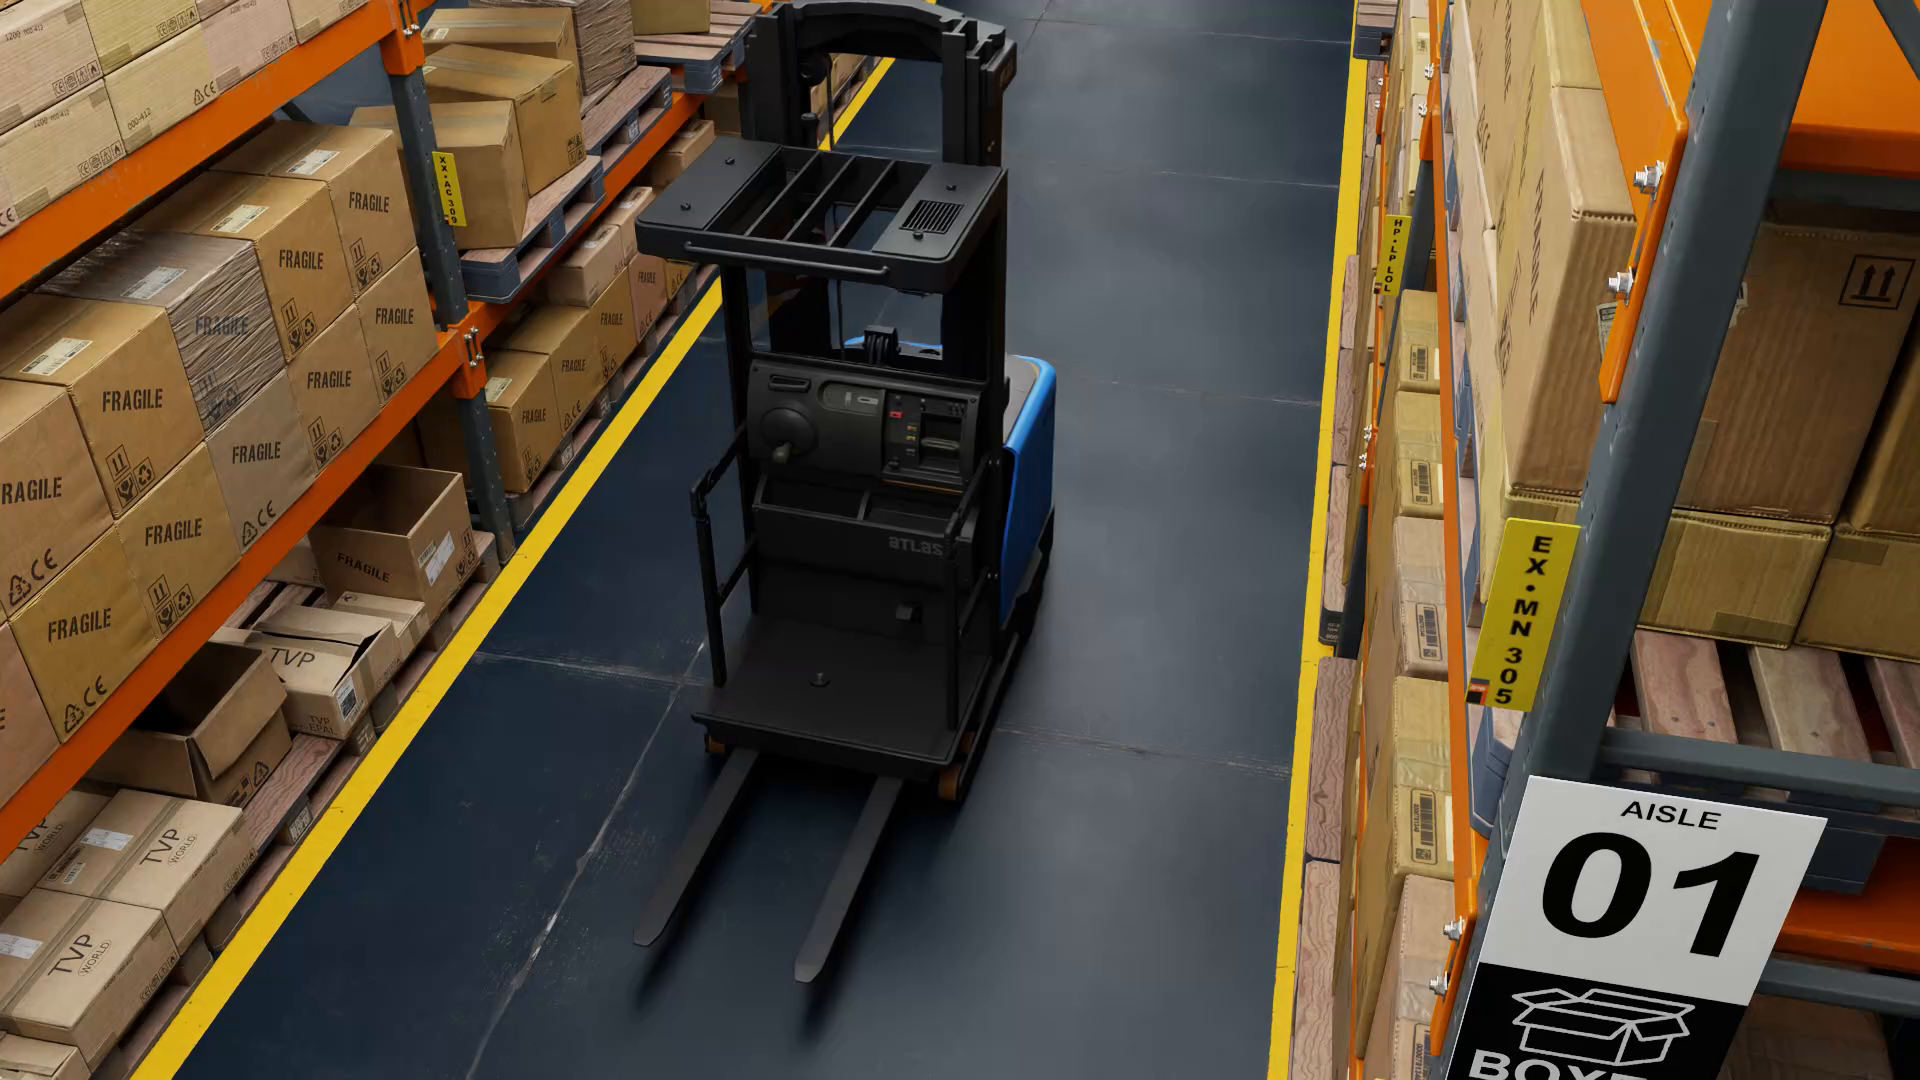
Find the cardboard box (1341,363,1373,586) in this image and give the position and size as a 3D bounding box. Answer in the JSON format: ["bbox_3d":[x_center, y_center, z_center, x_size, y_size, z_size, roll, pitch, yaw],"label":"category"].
[{"bbox_3d":[2.171,-0.256,7.521,0.750,0.750,0.750,8,37,11],"label":"cardboard box"}]

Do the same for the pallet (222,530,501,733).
[{"bbox_3d":[-2.828,0.337,7.606,1.003,0.211,1.213,7,37,10],"label":"pallet"}]

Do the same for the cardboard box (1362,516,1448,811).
[{"bbox_3d":[1.721,0.456,4.809,0.980,0.700,0.700,6,36,8],"label":"cardboard box"}]

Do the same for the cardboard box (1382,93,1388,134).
[{"bbox_3d":[2.516,-2.322,9.095,0.380,0.149,0.250,8,37,11],"label":"cardboard box"}]

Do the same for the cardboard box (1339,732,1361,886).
[{"bbox_3d":[1.789,0.978,6.116,0.700,0.500,0.500,7,37,9],"label":"cardboard box"}]

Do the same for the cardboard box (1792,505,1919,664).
[{"bbox_3d":[1.701,-0.026,2.859,0.500,0.250,0.500,9,37,12],"label":"cardboard box"}]

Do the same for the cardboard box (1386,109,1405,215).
[{"bbox_3d":[2.227,-1.613,7.564,0.500,0.500,0.500,7,37,10],"label":"cardboard box"}]

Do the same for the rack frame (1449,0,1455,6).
[{"bbox_3d":[2.160,-2.996,4.716,1.000,3.000,0.127,7,37,10],"label":"rack frame"}]

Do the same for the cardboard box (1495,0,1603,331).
[{"bbox_3d":[1.312,-0.681,3.124,0.500,0.500,0.500,8,37,11],"label":"cardboard box"}]

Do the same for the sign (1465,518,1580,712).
[{"bbox_3d":[0.778,0.109,2.300,0.100,0.325,0.005,7,37,10],"label":"sign"}]

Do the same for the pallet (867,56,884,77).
[{"bbox_3d":[-1.091,-4.216,13.887,1.003,0.211,1.213,7,37,10],"label":"pallet"}]

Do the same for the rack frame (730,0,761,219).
[{"bbox_3d":[-1.826,-3.479,10.494,1.000,3.000,0.127,7,37,10],"label":"rack frame"}]

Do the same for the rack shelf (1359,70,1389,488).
[{"bbox_3d":[2.587,-1.423,8.270,1.077,0.370,4.000,7,37,10],"label":"rack shelf"}]

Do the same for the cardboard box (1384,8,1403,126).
[{"bbox_3d":[2.539,-2.484,8.766,0.500,0.500,0.500,8,37,12],"label":"cardboard box"}]

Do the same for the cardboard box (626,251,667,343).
[{"bbox_3d":[-2.014,-1.481,9.493,0.500,0.500,0.500,6,36,8],"label":"cardboard box"}]

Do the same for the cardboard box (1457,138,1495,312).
[{"bbox_3d":[1.419,-0.689,3.773,0.500,0.250,0.500,6,36,9],"label":"cardboard box"}]

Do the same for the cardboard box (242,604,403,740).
[{"bbox_3d":[-2.685,0.517,6.897,0.500,0.311,0.500,7,37,10],"label":"cardboard box"}]

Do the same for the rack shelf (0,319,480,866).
[{"bbox_3d":[-3.108,0.252,5.959,1.077,0.370,4.000,7,37,10],"label":"rack shelf"}]

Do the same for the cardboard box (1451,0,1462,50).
[{"bbox_3d":[1.754,-1.568,4.987,0.500,0.250,0.500,7,37,10],"label":"cardboard box"}]

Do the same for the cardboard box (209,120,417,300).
[{"bbox_3d":[-2.536,-1.309,6.563,0.500,0.500,0.500,7,37,10],"label":"cardboard box"}]

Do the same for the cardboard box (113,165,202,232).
[{"bbox_3d":[-3.166,-1.101,6.275,0.500,0.500,0.500,6,36,9],"label":"cardboard box"}]

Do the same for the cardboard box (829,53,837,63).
[{"bbox_3d":[-1.212,-3.621,12.197,0.500,0.311,0.500,6,36,9],"label":"cardboard box"}]

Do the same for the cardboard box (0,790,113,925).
[{"bbox_3d":[-3.427,1.159,6.063,0.500,0.250,0.500,7,37,10],"label":"cardboard box"}]

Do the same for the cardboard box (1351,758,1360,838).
[{"bbox_3d":[1.537,0.901,5.670,0.380,0.149,0.250,6,36,9],"label":"cardboard box"}]

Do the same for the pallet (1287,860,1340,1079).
[{"bbox_3d":[1.662,1.690,5.739,1.003,0.211,1.213,7,37,10],"label":"pallet"}]

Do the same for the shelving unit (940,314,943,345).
[{"bbox_3d":[0.051,-0.583,8.031,0.258,1.200,0.189,9,37,13],"label":"shelving unit"}]

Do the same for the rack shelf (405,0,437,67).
[{"bbox_3d":[-2.253,-3.256,8.243,1.077,0.370,4.000,7,37,10],"label":"rack shelf"}]

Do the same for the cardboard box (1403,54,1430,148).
[{"bbox_3d":[2.237,-1.924,7.354,0.500,0.250,0.500,8,37,11],"label":"cardboard box"}]

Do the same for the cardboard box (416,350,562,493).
[{"bbox_3d":[-2.339,-0.599,8.275,0.500,0.500,0.500,6,36,8],"label":"cardboard box"}]

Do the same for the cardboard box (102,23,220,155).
[{"bbox_3d":[-2.740,-1.455,5.273,0.500,0.250,0.500,7,37,10],"label":"cardboard box"}]

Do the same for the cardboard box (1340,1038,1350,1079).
[{"bbox_3d":[1.464,1.867,4.890,0.700,0.500,0.500,7,37,10],"label":"cardboard box"}]

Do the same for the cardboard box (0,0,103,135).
[{"bbox_3d":[-2.846,-1.370,4.730,0.500,0.250,0.500,7,37,10],"label":"cardboard box"}]

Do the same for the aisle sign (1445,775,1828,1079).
[{"bbox_3d":[0.997,0.677,2.545,0.394,0.787,0.004,7,37,10],"label":"aisle sign"}]

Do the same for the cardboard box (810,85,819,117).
[{"bbox_3d":[-1.321,-3.088,11.939,0.500,0.250,0.500,6,36,9],"label":"cardboard box"}]

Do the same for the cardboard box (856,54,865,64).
[{"bbox_3d":[-0.996,-3.972,13.159,0.500,0.250,0.500,8,37,11],"label":"cardboard box"}]

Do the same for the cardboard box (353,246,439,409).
[{"bbox_3d":[-2.537,-0.908,6.861,0.500,0.500,0.500,8,37,11],"label":"cardboard box"}]

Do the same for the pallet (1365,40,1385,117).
[{"bbox_3d":[3.703,-3.578,13.007,1.003,0.211,1.213,7,37,10],"label":"pallet"}]

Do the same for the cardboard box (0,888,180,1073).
[{"bbox_3d":[-3.035,1.480,5.621,0.500,0.250,0.500,7,37,10],"label":"cardboard box"}]

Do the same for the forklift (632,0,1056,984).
[{"bbox_3d":[-0.436,-0.379,6.276,1.130,2.935,3.031,9,37,13],"label":"forklift"}]

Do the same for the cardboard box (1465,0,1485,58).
[{"bbox_3d":[1.630,-1.566,4.345,0.500,0.500,0.500,7,36,9],"label":"cardboard box"}]

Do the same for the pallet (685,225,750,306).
[{"bbox_3d":[-2.023,-1.927,10.729,1.003,0.211,1.213,7,37,10],"label":"pallet"}]

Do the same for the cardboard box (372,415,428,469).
[{"bbox_3d":[-2.855,-0.671,8.375,0.500,0.500,0.500,7,37,10],"label":"cardboard box"}]

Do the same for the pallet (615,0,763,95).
[{"bbox_3d":[-1.902,-3.004,10.002,1.213,0.211,1.003,7,37,10],"label":"pallet"}]

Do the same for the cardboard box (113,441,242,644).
[{"bbox_3d":[-2.859,-0.025,5.643,0.500,0.500,0.500,8,37,11],"label":"cardboard box"}]

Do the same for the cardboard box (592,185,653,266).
[{"bbox_3d":[-2.019,-1.763,9.243,0.500,0.250,0.500,7,36,9],"label":"cardboard box"}]

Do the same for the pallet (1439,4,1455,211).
[{"bbox_3d":[1.975,-1.278,4.977,1.003,0.211,1.213,7,37,10],"label":"pallet"}]

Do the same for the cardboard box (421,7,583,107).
[{"bbox_3d":[-2.364,-2.417,8.586,0.700,0.500,0.500,-1,36,-2],"label":"cardboard box"}]

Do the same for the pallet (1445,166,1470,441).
[{"bbox_3d":[1.712,-0.581,4.015,1.003,0.211,1.213,7,37,10],"label":"pallet"}]

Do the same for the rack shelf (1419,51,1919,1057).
[{"bbox_3d":[1.732,-0.344,4.225,1.077,0.370,4.000,7,37,10],"label":"rack shelf"}]

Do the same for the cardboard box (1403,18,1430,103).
[{"bbox_3d":[2.345,-2.216,7.757,0.500,0.250,0.500,7,36,9],"label":"cardboard box"}]

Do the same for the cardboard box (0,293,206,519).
[{"bbox_3d":[-2.859,-0.438,5.361,0.500,0.500,0.500,7,37,10],"label":"cardboard box"}]

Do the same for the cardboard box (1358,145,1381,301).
[{"bbox_3d":[2.729,-1.755,9.589,0.750,0.750,0.750,7,36,9],"label":"cardboard box"}]
